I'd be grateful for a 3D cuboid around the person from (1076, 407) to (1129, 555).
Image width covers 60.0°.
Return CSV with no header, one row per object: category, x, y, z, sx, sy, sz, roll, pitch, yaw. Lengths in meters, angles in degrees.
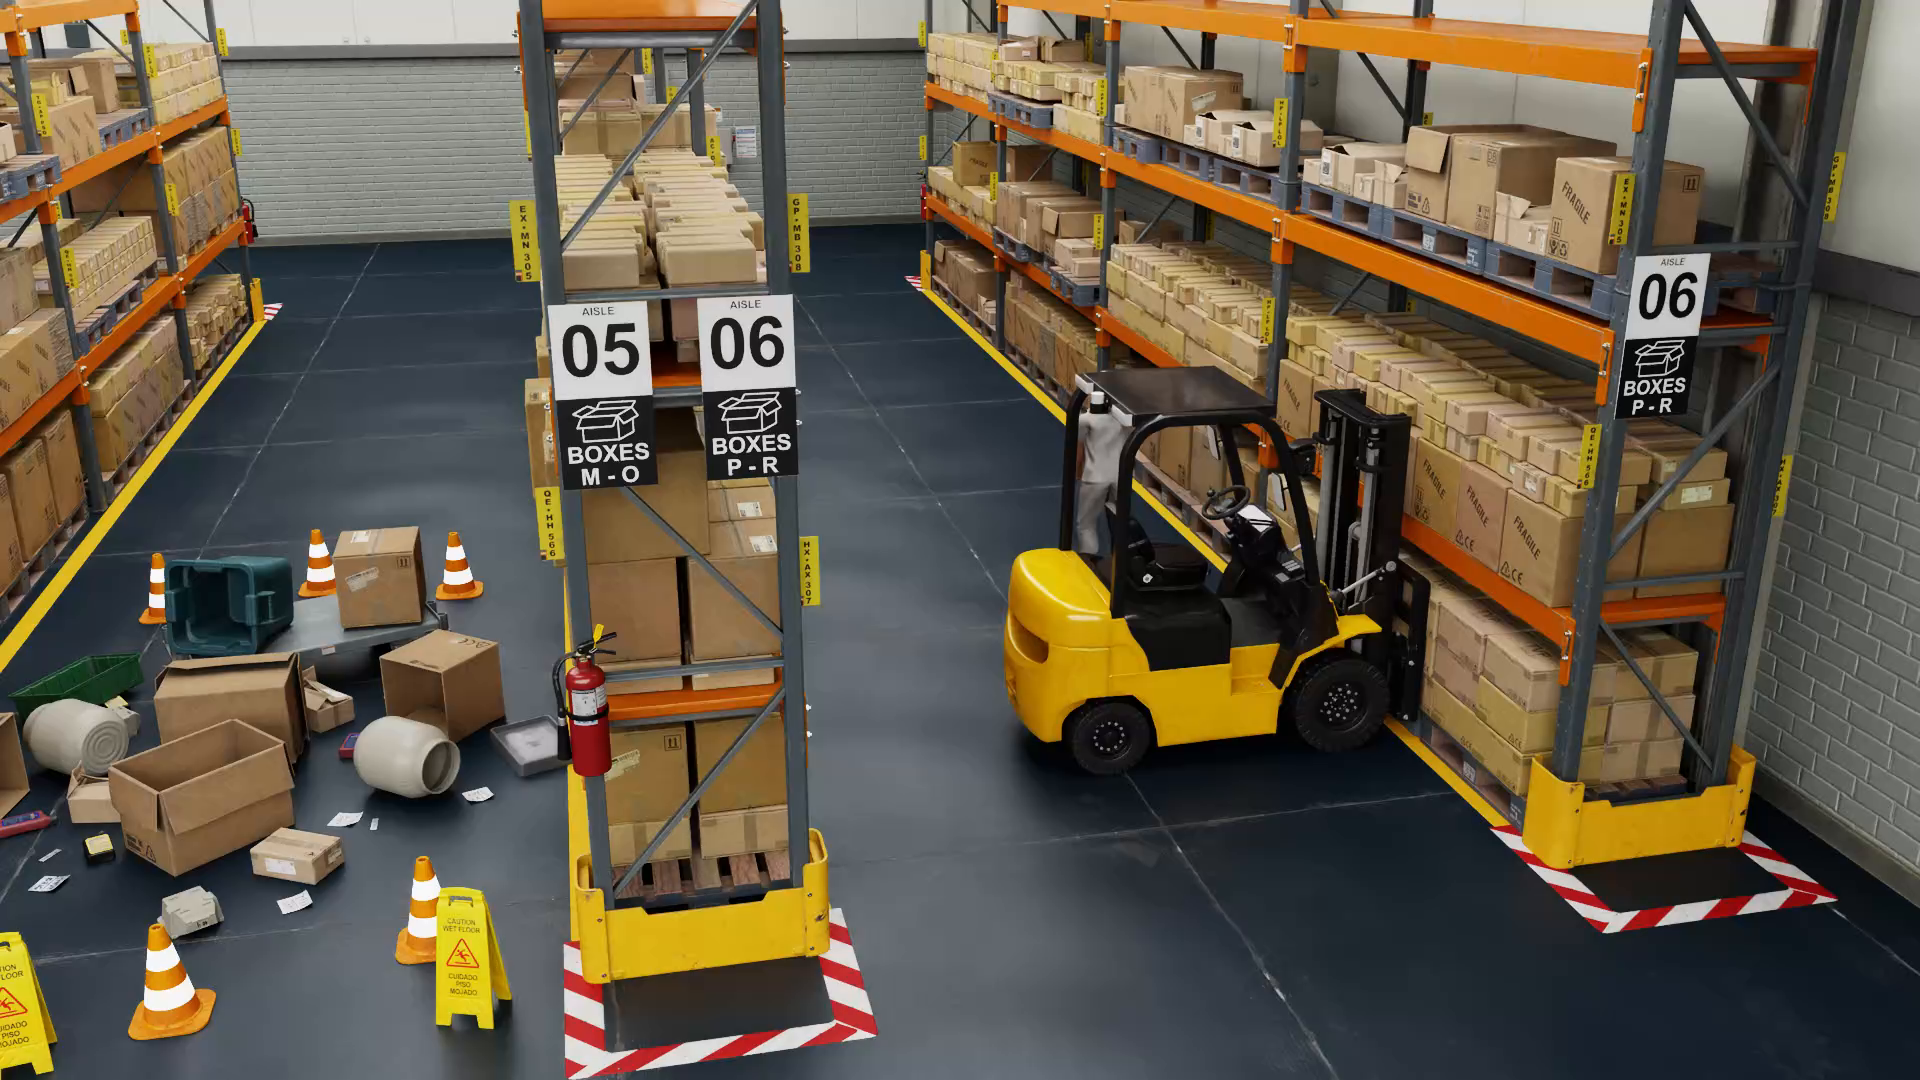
person,1.034,-0.446,12.343,0.411,1.666,0.506,-5,20,-13
